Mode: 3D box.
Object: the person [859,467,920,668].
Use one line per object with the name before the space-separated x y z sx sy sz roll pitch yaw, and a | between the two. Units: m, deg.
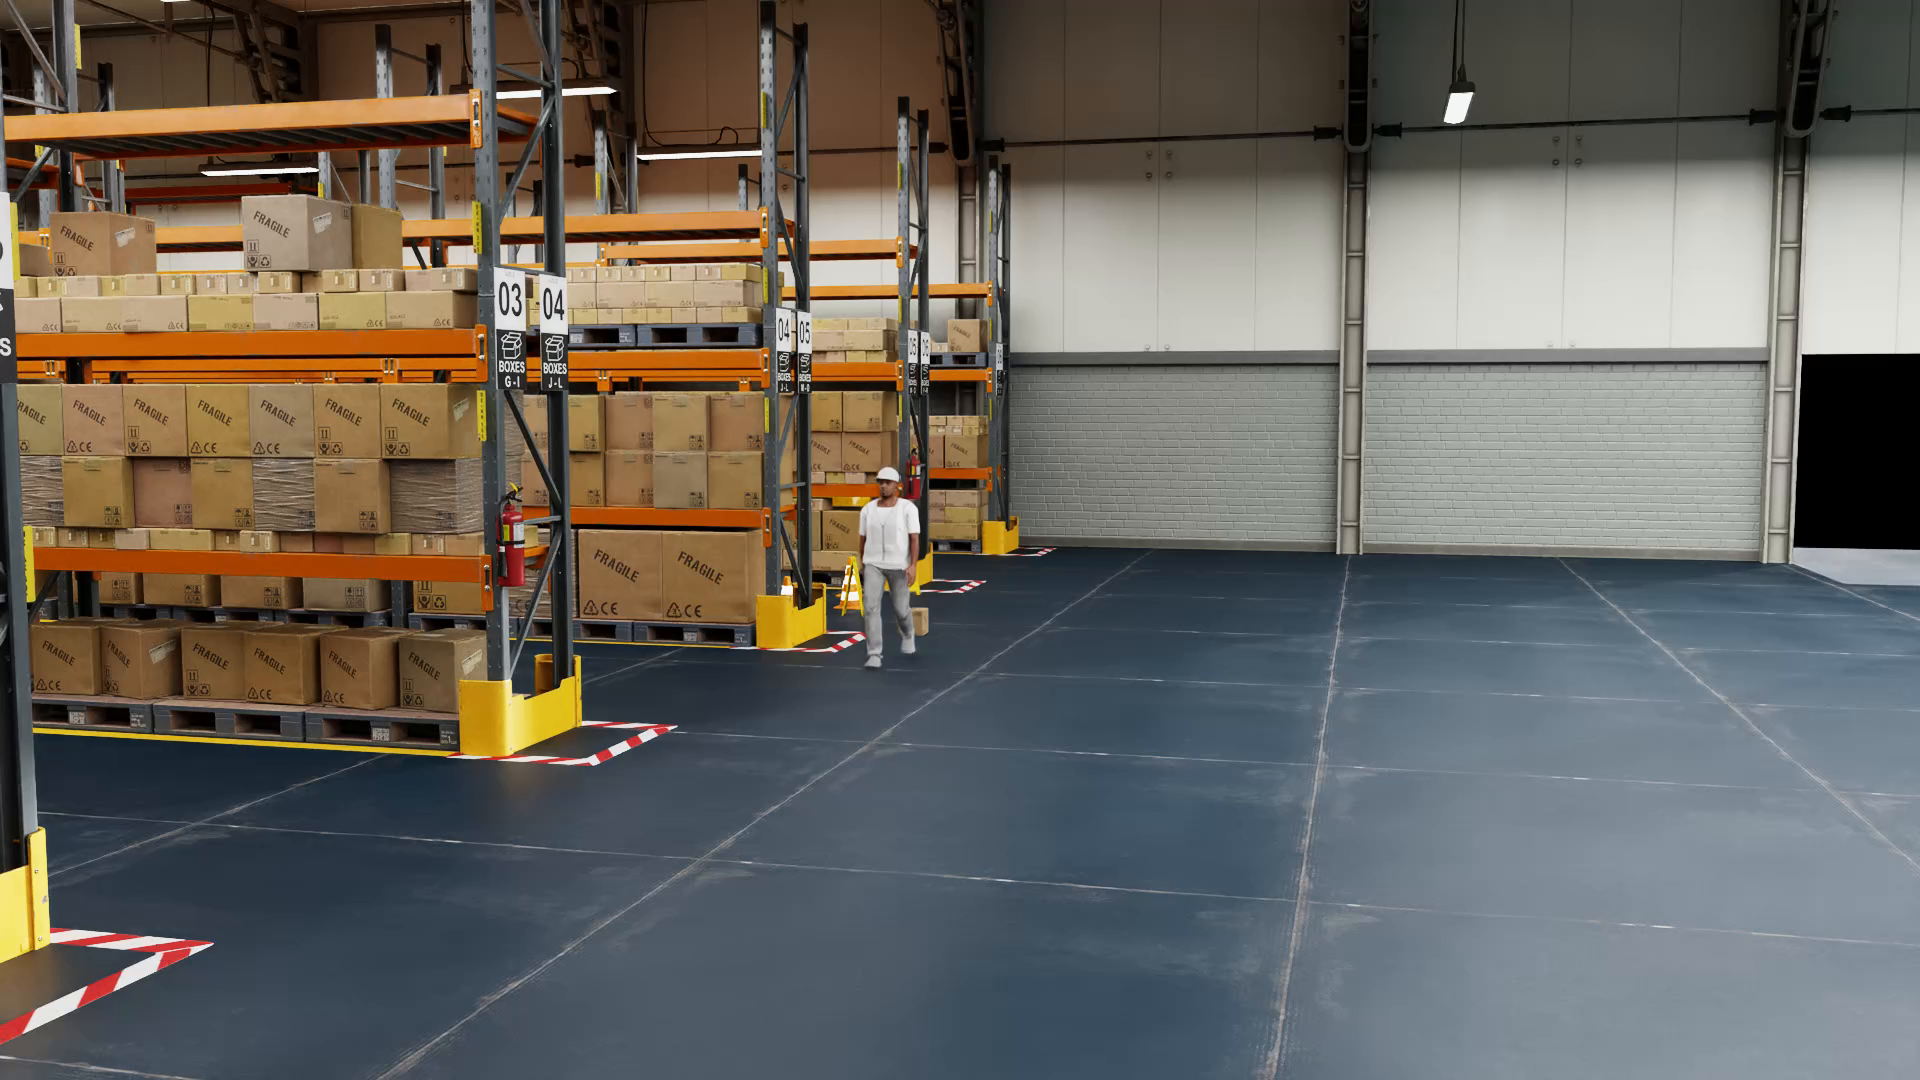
person | -0.628 0.228 14.631 0.565 1.739 0.906 1 5 10
